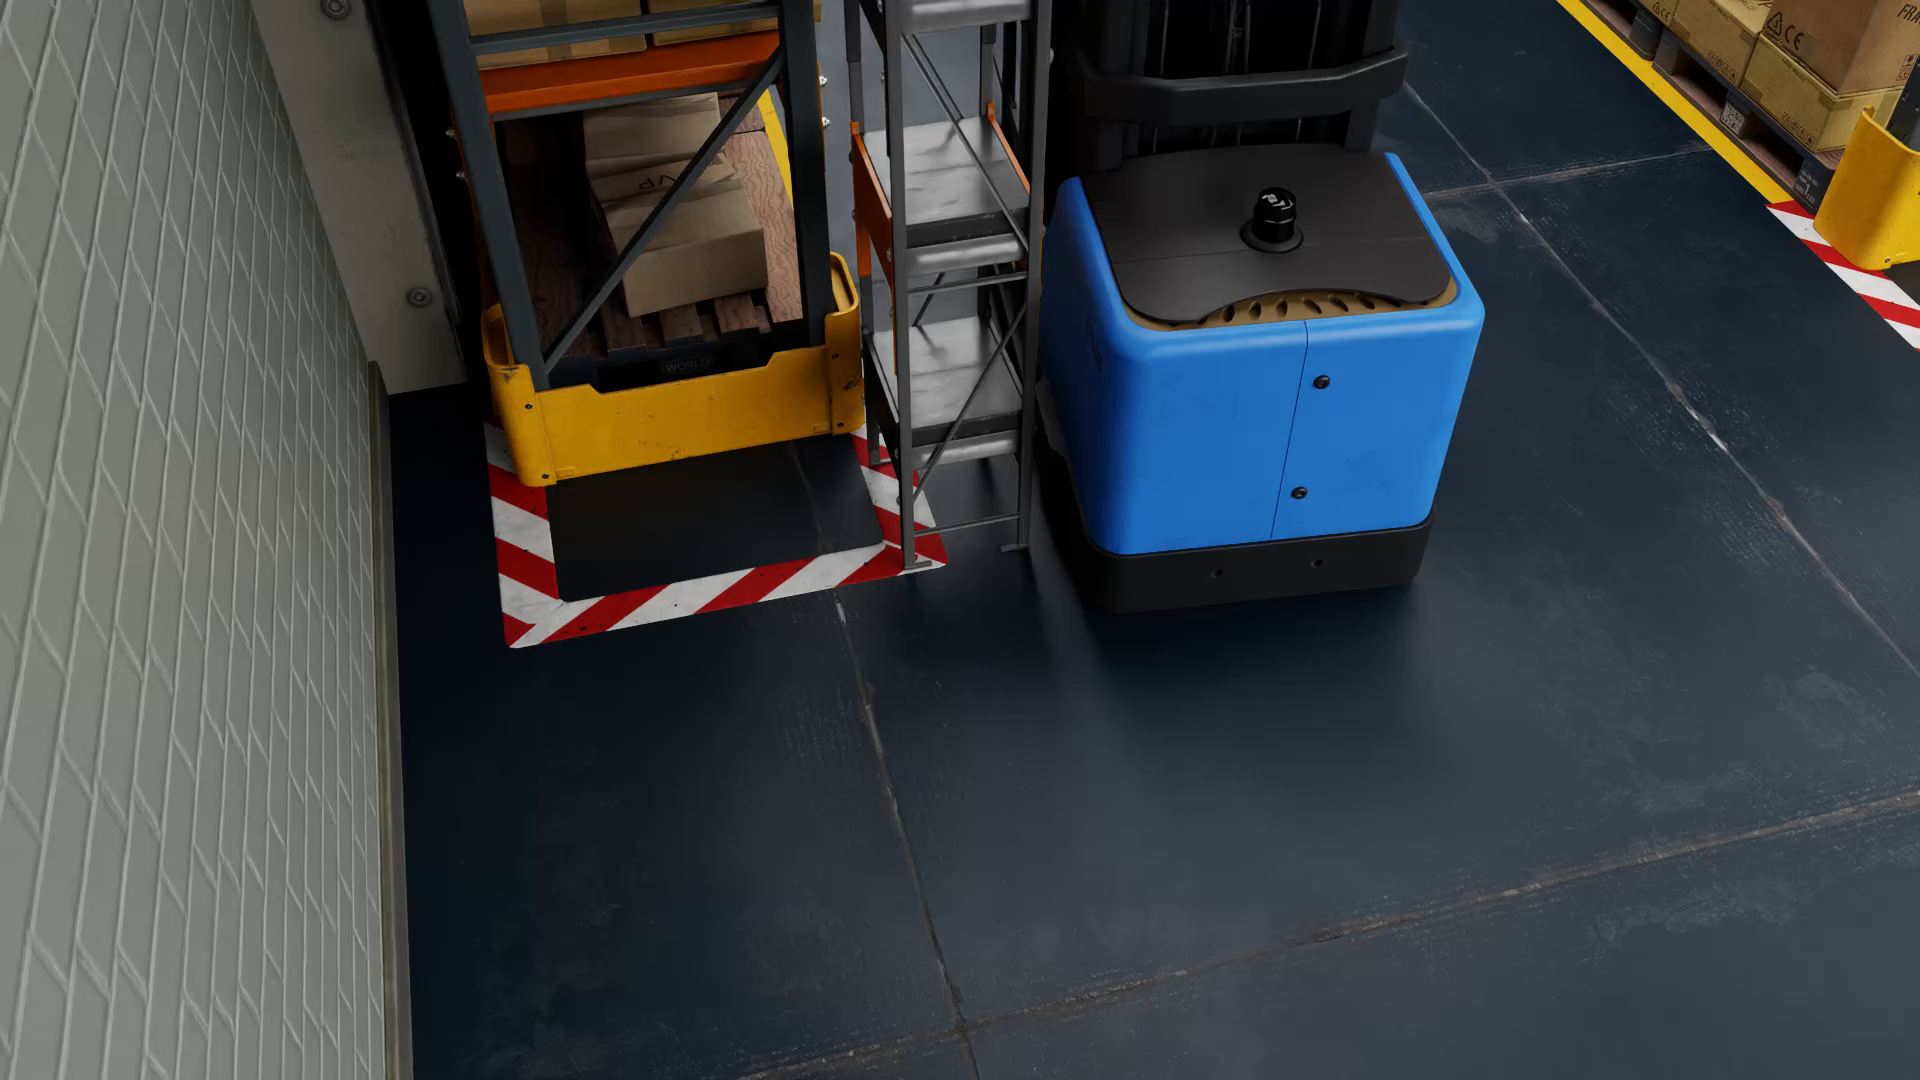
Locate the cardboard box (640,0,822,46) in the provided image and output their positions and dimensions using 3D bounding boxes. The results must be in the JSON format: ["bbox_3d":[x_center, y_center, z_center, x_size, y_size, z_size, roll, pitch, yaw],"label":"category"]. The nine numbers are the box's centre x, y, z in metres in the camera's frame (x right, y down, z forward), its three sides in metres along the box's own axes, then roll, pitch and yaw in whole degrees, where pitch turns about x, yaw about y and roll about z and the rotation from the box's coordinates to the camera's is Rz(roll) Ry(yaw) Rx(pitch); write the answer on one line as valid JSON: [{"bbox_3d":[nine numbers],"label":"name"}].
[{"bbox_3d":[-0.716,-1.735,4.941,0.500,0.250,0.500,-12,47,-11],"label":"cardboard box"}]

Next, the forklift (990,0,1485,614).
[{"bbox_3d":[0.692,-1.869,5.029,1.130,2.935,3.031,-6,46,-5],"label":"forklift"}]

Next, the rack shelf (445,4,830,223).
[{"bbox_3d":[-1.410,-2.514,6.117,1.077,0.370,4.000,-11,47,-10],"label":"rack shelf"}]

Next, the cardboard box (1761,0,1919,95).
[{"bbox_3d":[3.465,-2.056,6.271,0.500,0.500,0.500,-11,47,-10],"label":"cardboard box"}]

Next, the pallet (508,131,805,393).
[{"bbox_3d":[-1.091,-1.029,6.111,1.003,0.211,1.213,-11,47,-10],"label":"pallet"}]

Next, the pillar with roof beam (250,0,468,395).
[{"bbox_3d":[2.248,-4.597,3.455,9.100,9.000,0.400,-11,47,-10],"label":"pillar with roof beam"}]

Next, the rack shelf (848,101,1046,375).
[{"bbox_3d":[-0.042,-0.840,4.622,0.431,0.518,0.480,-11,47,-10],"label":"rack shelf"}]

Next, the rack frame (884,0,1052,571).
[{"bbox_3d":[0.020,-0.681,4.447,0.400,2.100,0.015,-11,47,-10],"label":"rack frame"}]

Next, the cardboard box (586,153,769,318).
[{"bbox_3d":[-0.988,-1.092,5.795,0.500,0.311,0.500,-16,48,-15],"label":"cardboard box"}]

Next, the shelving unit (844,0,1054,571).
[{"bbox_3d":[-0.042,-0.849,4.612,0.431,2.100,0.503,-11,47,-10],"label":"shelving unit"}]

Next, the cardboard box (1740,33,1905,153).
[{"bbox_3d":[3.467,-1.794,6.539,0.500,0.250,0.500,-11,47,-10],"label":"cardboard box"}]

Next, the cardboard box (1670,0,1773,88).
[{"bbox_3d":[3.327,-2.137,6.876,0.500,0.250,0.500,-11,47,-10],"label":"cardboard box"}]

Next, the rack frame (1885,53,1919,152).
[{"bbox_3d":[3.890,-2.294,5.397,1.000,3.000,0.127,-11,47,-10],"label":"rack frame"}]

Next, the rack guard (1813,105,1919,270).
[{"bbox_3d":[3.896,-1.402,6.274,1.175,0.500,0.348,-11,47,-10],"label":"rack guard"}]

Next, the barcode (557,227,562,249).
[{"bbox_3d":[-1.379,-1.035,5.732,0.001,0.075,0.075,-11,47,-10],"label":"barcode"}]

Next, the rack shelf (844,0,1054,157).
[{"bbox_3d":[-0.042,-1.330,4.122,0.431,0.518,0.480,-11,47,-10],"label":"rack shelf"}]

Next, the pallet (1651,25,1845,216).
[{"bbox_3d":[3.653,-1.838,6.903,1.003,0.211,1.213,-11,47,-10],"label":"pallet"}]

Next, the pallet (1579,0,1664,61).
[{"bbox_3d":[3.345,-2.679,7.727,1.003,0.211,1.213,-11,47,-10],"label":"pallet"}]

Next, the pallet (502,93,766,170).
[{"bbox_3d":[-1.400,-1.870,6.935,1.003,0.211,1.213,-11,47,-10],"label":"pallet"}]

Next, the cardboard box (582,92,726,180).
[{"bbox_3d":[-1.134,-1.486,6.180,0.500,0.311,0.500,-7,46,-7],"label":"cardboard box"}]

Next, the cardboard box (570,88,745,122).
[{"bbox_3d":[-1.274,-2.068,6.618,0.700,0.500,0.500,-13,47,-13],"label":"cardboard box"}]

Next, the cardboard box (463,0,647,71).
[{"bbox_3d":[-1.205,-1.627,4.835,0.500,0.250,0.500,-10,46,-10],"label":"cardboard box"}]

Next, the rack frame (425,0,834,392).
[{"bbox_3d":[-0.898,-1.385,4.507,1.000,3.000,0.127,-11,47,-10],"label":"rack frame"}]

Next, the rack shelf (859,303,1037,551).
[{"bbox_3d":[-0.042,-0.350,5.122,0.431,0.518,0.480,-11,47,-10],"label":"rack shelf"}]

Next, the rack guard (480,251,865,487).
[{"bbox_3d":[-0.917,-0.563,5.451,1.175,0.500,0.348,-11,47,-10],"label":"rack guard"}]

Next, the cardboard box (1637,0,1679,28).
[{"bbox_3d":[3.197,-2.482,7.214,0.500,0.250,0.500,-11,47,-10],"label":"cardboard box"}]

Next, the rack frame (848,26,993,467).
[{"bbox_3d":[-0.105,-1.018,4.777,0.400,2.100,0.015,-11,47,-10],"label":"rack frame"}]
